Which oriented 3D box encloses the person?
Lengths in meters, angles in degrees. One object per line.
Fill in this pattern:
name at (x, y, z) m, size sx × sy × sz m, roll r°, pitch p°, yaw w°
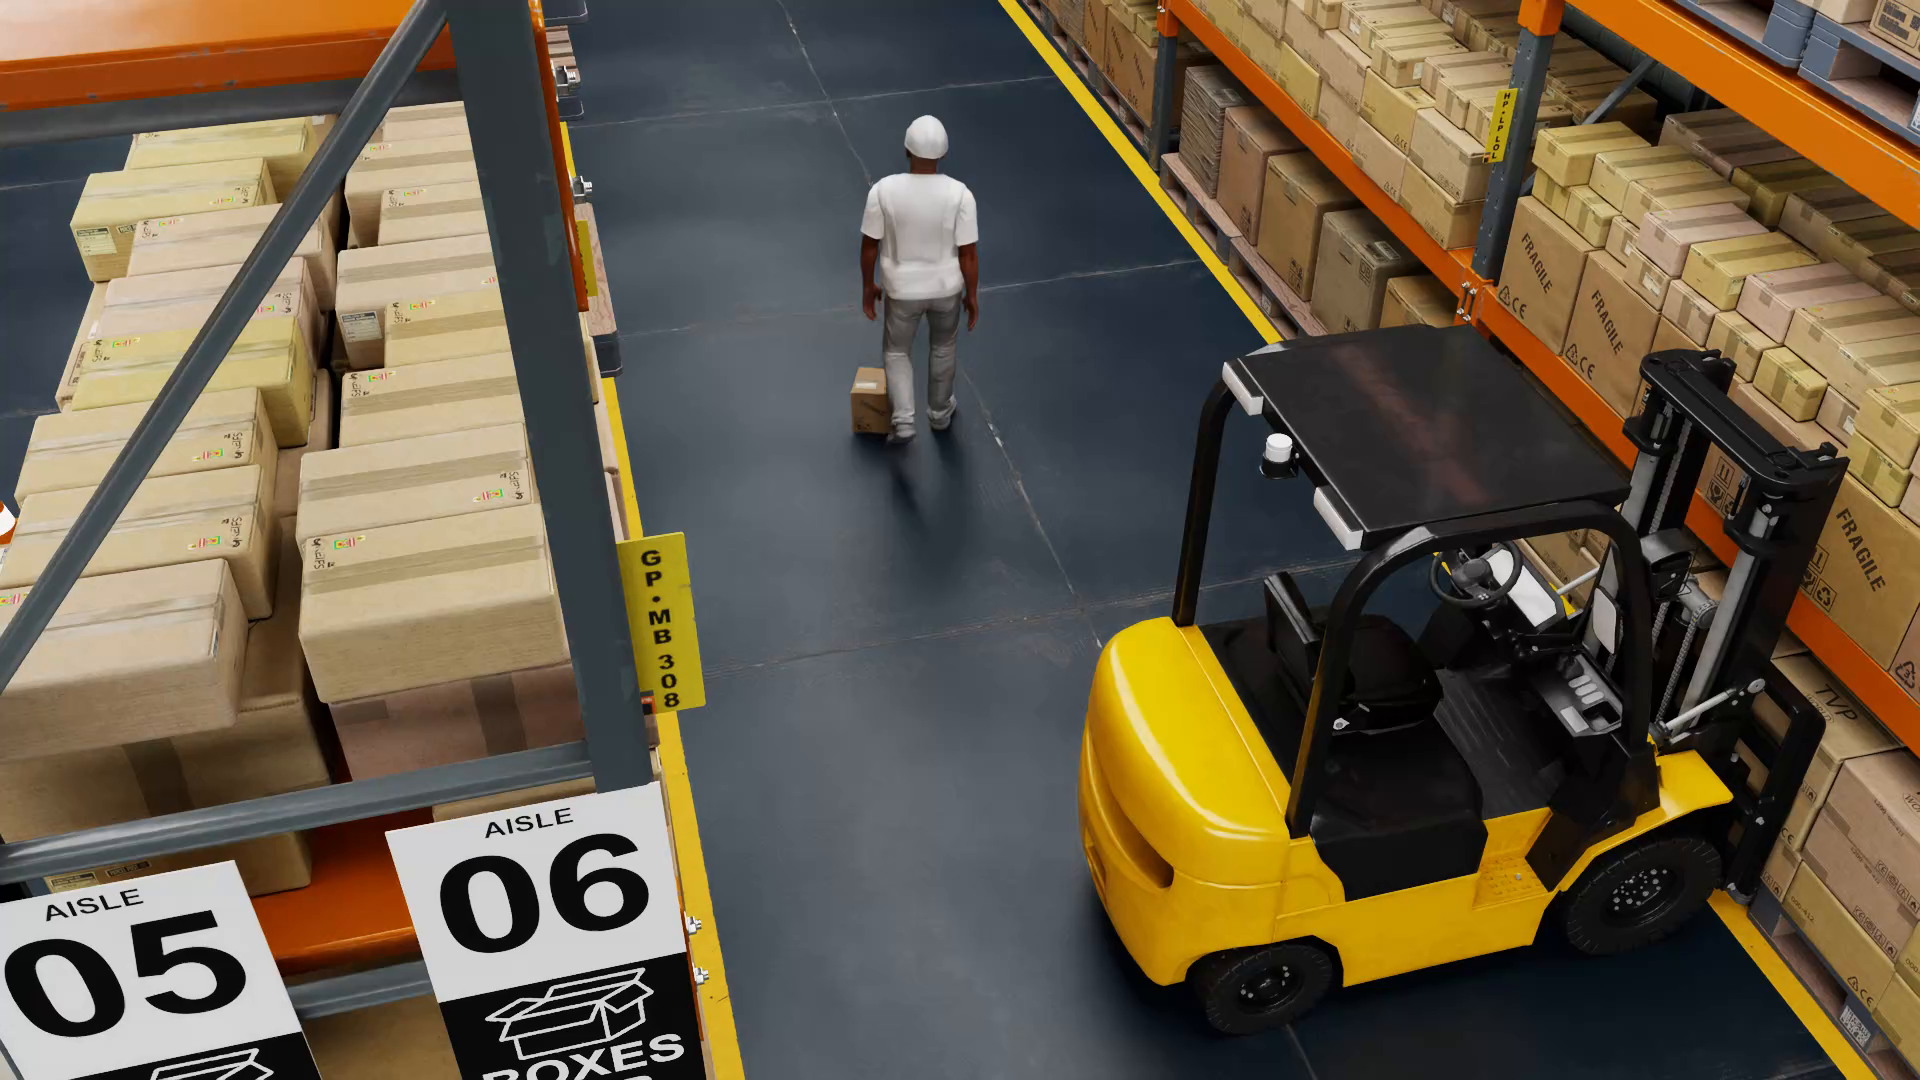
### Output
person at (-0.202, -1.545, 8.131) m, size 0.587 × 1.082 × 0.371 m, roll 0°, pitch 38°, yaw 0°
